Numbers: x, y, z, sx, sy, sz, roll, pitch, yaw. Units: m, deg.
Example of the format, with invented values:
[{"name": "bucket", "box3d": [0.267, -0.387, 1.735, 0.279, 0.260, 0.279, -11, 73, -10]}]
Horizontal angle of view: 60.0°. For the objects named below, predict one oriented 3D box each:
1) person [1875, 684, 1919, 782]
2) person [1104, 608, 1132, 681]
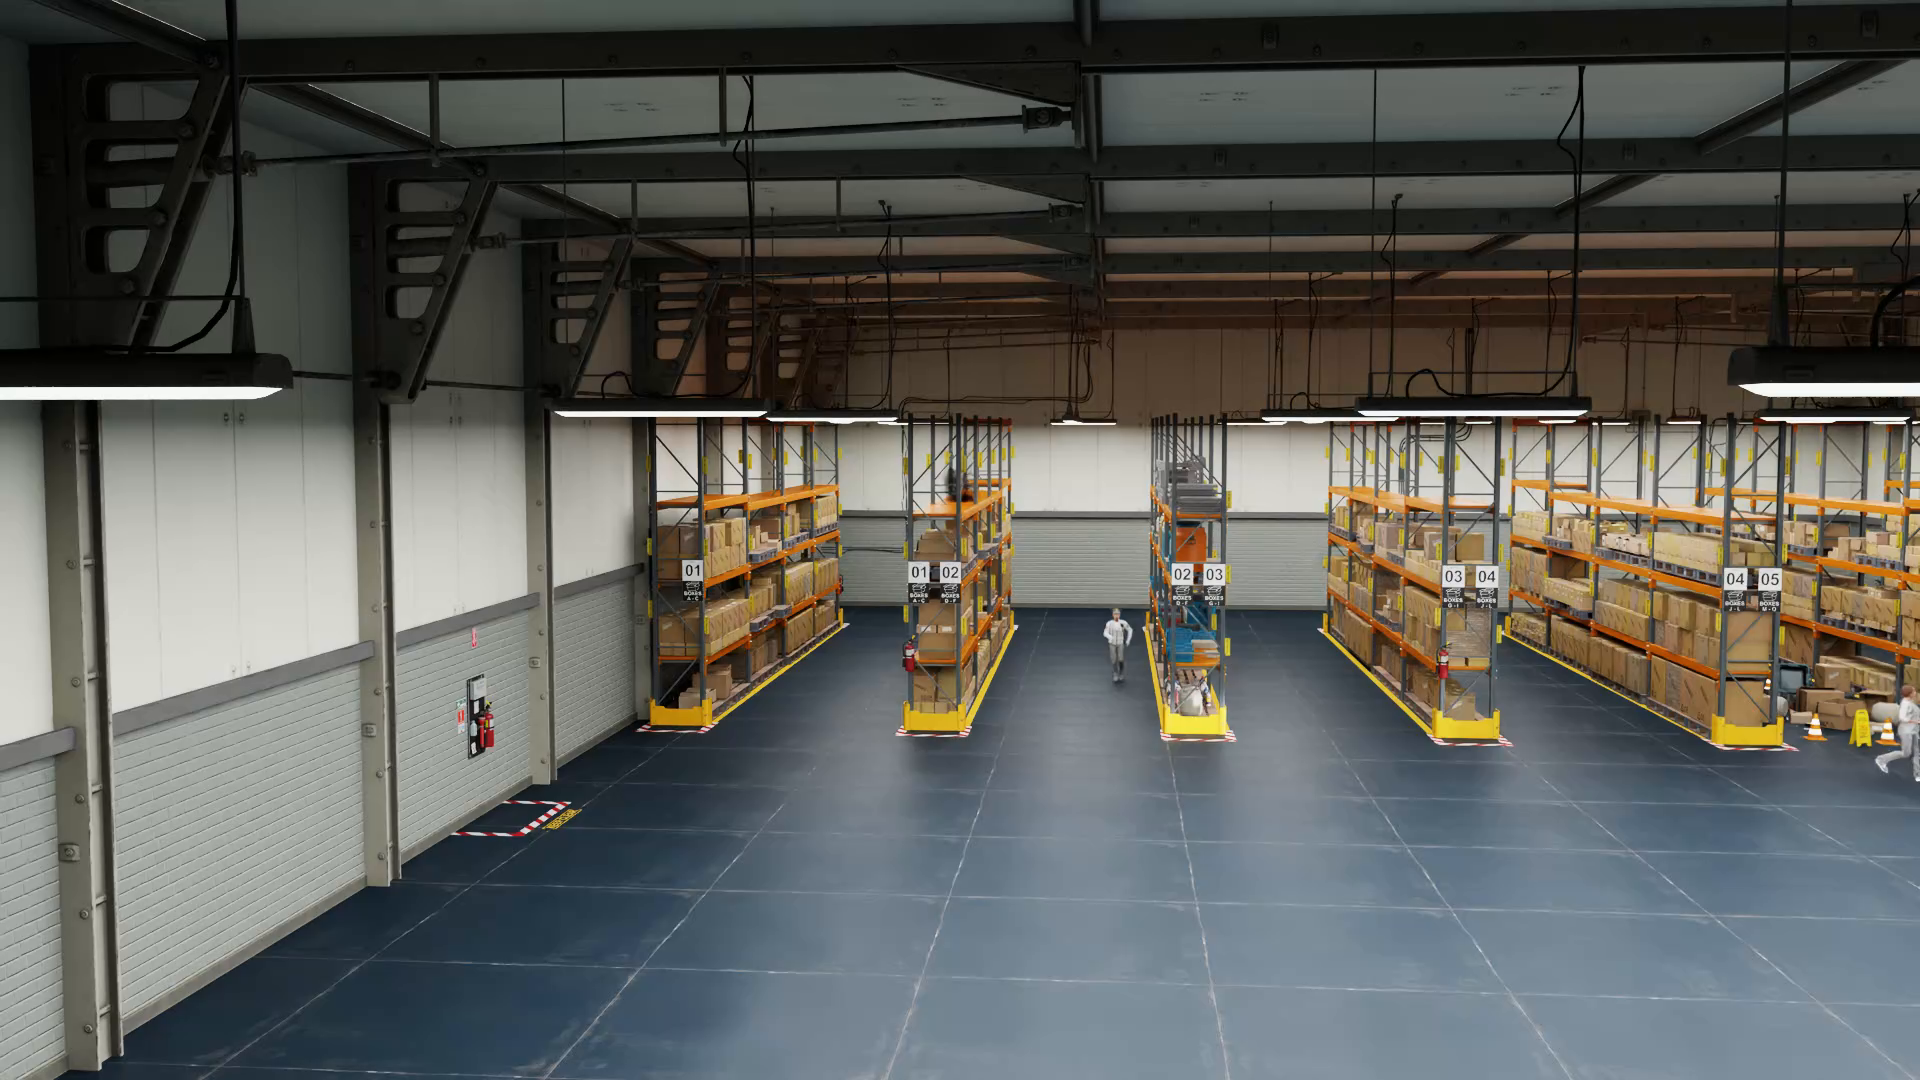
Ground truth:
[{"name": "person", "box3d": [15.275, 3.113, 26.838, 0.860, 1.587, 0.537, 4, 5, 45]}, {"name": "person", "box3d": [3.553, 2.363, 37.453, 0.635, 1.671, 0.618, 0, 4, 7]}]
